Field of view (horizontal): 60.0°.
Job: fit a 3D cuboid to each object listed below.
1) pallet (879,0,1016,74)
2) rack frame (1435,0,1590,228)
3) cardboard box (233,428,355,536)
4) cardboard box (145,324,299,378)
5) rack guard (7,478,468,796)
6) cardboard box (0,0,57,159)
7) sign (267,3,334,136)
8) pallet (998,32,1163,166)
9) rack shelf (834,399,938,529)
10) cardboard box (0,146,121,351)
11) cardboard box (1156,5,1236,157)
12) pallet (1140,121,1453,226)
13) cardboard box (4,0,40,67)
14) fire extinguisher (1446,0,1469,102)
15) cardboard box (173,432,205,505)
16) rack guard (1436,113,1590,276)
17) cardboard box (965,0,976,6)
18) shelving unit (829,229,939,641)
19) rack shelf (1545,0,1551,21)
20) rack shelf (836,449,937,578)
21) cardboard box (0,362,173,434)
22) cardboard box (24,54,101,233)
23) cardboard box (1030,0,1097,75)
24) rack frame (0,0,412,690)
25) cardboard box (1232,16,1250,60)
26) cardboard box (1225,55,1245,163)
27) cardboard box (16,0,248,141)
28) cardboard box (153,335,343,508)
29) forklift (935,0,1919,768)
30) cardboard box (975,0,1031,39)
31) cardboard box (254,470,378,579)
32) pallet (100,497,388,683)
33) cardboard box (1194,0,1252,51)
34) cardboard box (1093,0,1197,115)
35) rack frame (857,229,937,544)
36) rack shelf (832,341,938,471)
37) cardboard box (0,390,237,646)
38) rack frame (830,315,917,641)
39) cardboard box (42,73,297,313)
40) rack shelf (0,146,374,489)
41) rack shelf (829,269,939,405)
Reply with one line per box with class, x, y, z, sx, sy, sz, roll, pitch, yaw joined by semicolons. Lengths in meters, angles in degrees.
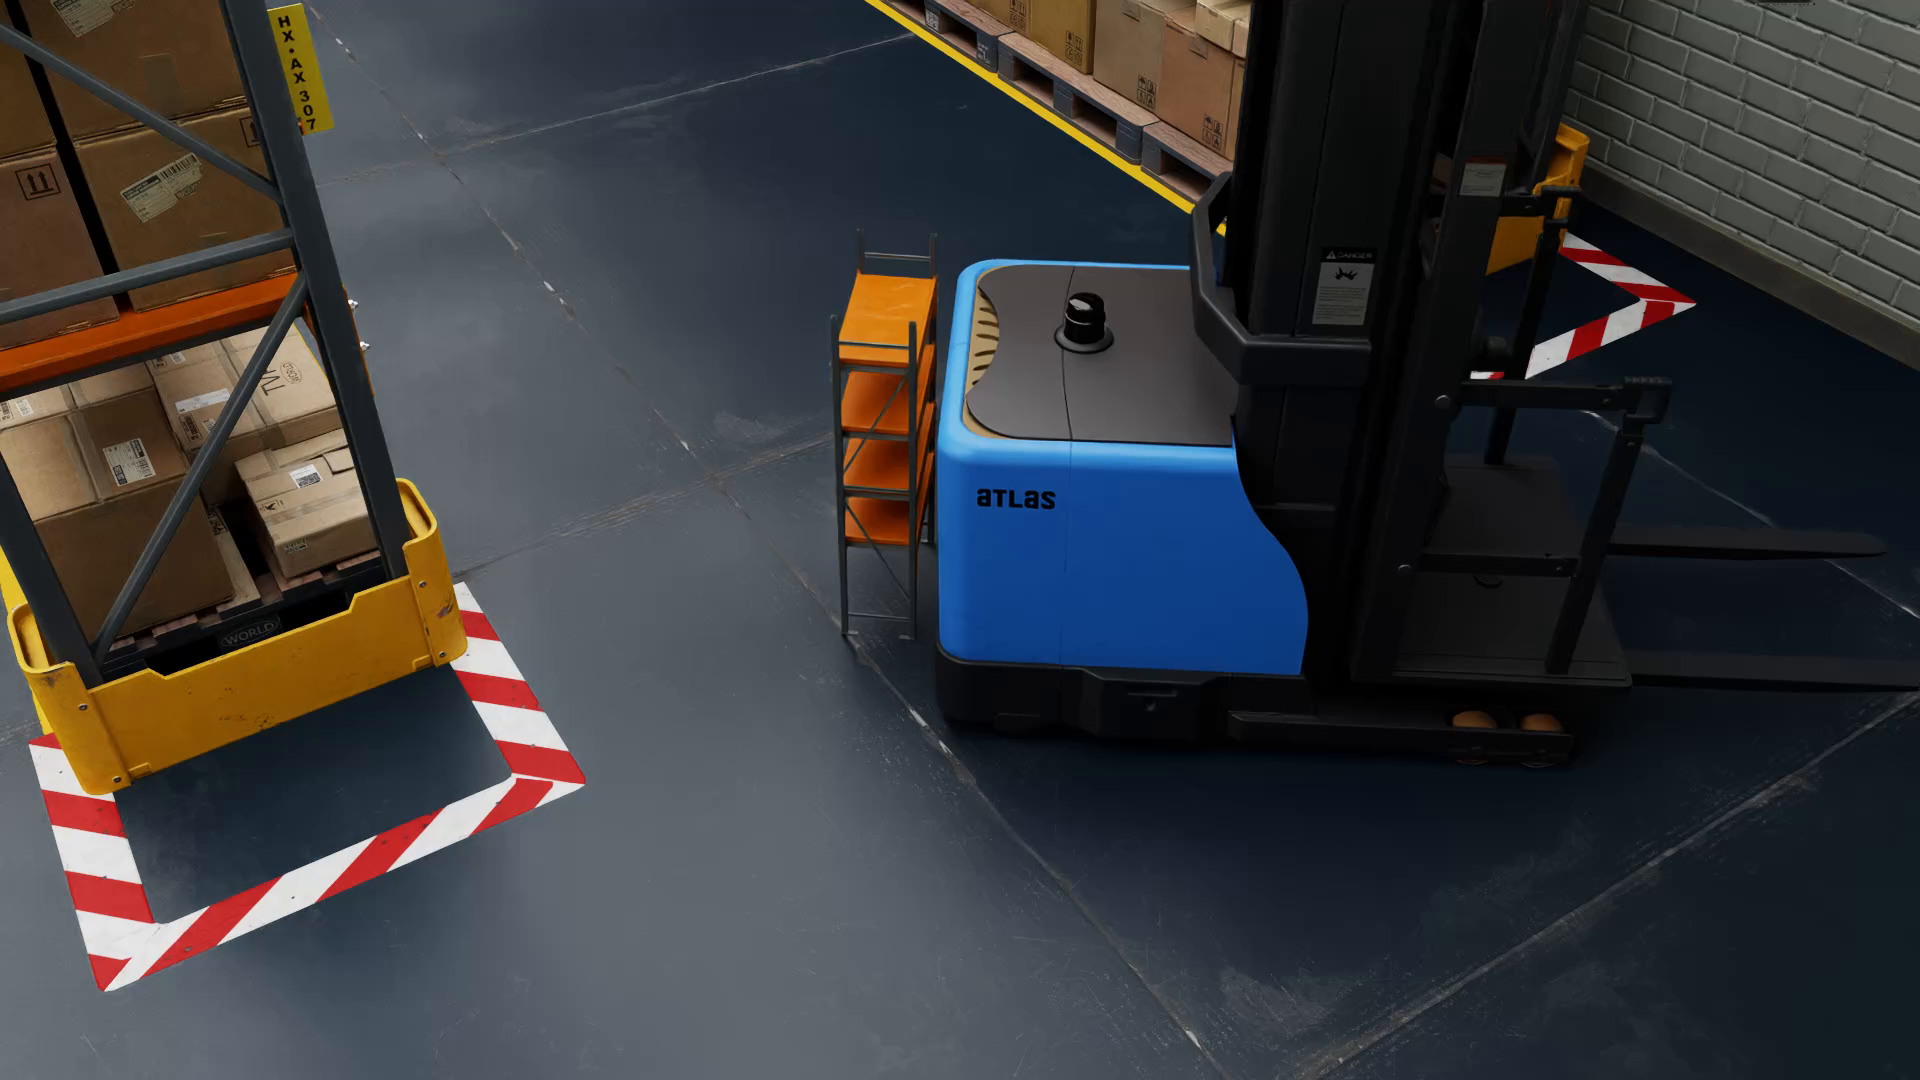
pallet;0.268;-3.001;9.186;1.003;0.211;1.213;-22;45;-24
rack frame;2.076;-2.350;6.227;1.000;3.000;0.127;-22;45;-24
cardboard box;-2.169;-0.203;5.520;0.380;0.166;0.250;-22;45;-24
cardboard box;-2.690;-0.687;6.035;0.500;0.250;0.500;-22;45;-24
rack guard;-2.140;0.276;5.028;1.175;0.500;0.348;-22;45;-24
cardboard box;-2.570;-1.211;4.001;0.500;0.500;0.500;-23;45;-25
sign;-1.642;-1.163;4.126;0.100;0.325;0.005;-22;45;-24
pallet;0.928;-2.341;8.395;1.003;0.211;1.213;-22;45;-24
rack shelf;-0.226;-0.253;5.218;0.258;0.148;0.480;5;40;4
cardboard box;-2.569;-0.830;4.324;0.500;0.500;0.500;-21;44;-23
cardboard box;1.346;-2.165;7.629;0.700;0.500;0.500;-22;45;-25
pallet;1.580;-1.684;7.606;1.003;0.211;1.213;-22;45;-24
cardboard box;-2.403;-1.675;4.558;0.500;0.500;0.500;-22;44;-24
fire extinguisher;1.768;-1.937;6.083;0.296;0.674;0.183;-22;45;-24
cardboard box;-2.741;-0.182;5.495;0.380;0.166;0.250;-22;45;-24
rack guard;2.088;-1.377;7.012;1.175;0.500;0.348;-22;45;-24
cardboard box;0.240;-3.271;8.957;0.700;0.500;0.500;-22;44;-24
shelving unit;-0.225;-0.305;5.174;0.258;1.200;0.503;5;40;4
rack shelf;1.000;-3.153;7.753;1.077;0.370;4.000;-22;45;-24
rack shelf;-0.230;-0.101;5.345;0.258;0.148;0.480;5;40;4
cardboard box;-3.085;-0.488;5.796;0.500;0.250;0.500;-22;45;-24
cardboard box;-2.397;-1.288;4.875;0.500;0.500;0.500;-23;45;-25
cardboard box;0.782;-2.721;8.297;0.700;0.500;0.500;-21;44;-23
rack frame;-2.099;-0.643;4.179;1.000;3.000;0.127;-22;45;-24
cardboard box;1.392;-2.150;7.105;0.380;0.149;0.250;-23;45;-25
cardboard box;1.615;-1.895;7.305;0.700;0.500;0.500;-22;45;-24
cardboard box;-2.115;-1.396;4.223;0.500;0.500;0.500;-21;44;-23
cardboard box;-2.421;-0.417;5.711;0.500;0.250;0.500;-22;45;-24
forklift;1.465;-0.804;4.425;3.031;2.935;1.130;2;40;3
cardboard box;0.508;-2.999;8.630;0.700;0.500;0.500;-23;45;-25
cardboard box;-2.034;-0.061;5.364;0.380;0.149;0.250;-22;45;-24
pallet;-2.569;-0.043;5.637;1.003;0.211;1.213;-22;45;-24
cardboard box;1.254;-2.288;7.271;0.380;0.149;0.250;-21;44;-23
cardboard box;1.075;-2.436;7.955;0.700;0.500;0.500;-24;45;-26
rack frame;-0.199;-0.460;5.361;0.240;1.200;0.015;5;40;4
rack shelf;-0.222;-0.425;5.074;0.258;0.148;0.480;5;40;4
cardboard box;-2.599;-0.060;5.088;0.500;0.500;0.500;-22;45;-24
rack frame;-0.251;-0.149;4.988;0.240;1.200;0.015;5;40;4
cardboard box;-2.115;-1.012;4.543;0.500;0.500;0.500;-21;44;-24
rack shelf;-3.174;-1.446;5.704;1.077;0.370;4.000;-22;45;-24
rack shelf;-0.218;-0.606;4.922;0.258;0.148;0.480;5;40;4
